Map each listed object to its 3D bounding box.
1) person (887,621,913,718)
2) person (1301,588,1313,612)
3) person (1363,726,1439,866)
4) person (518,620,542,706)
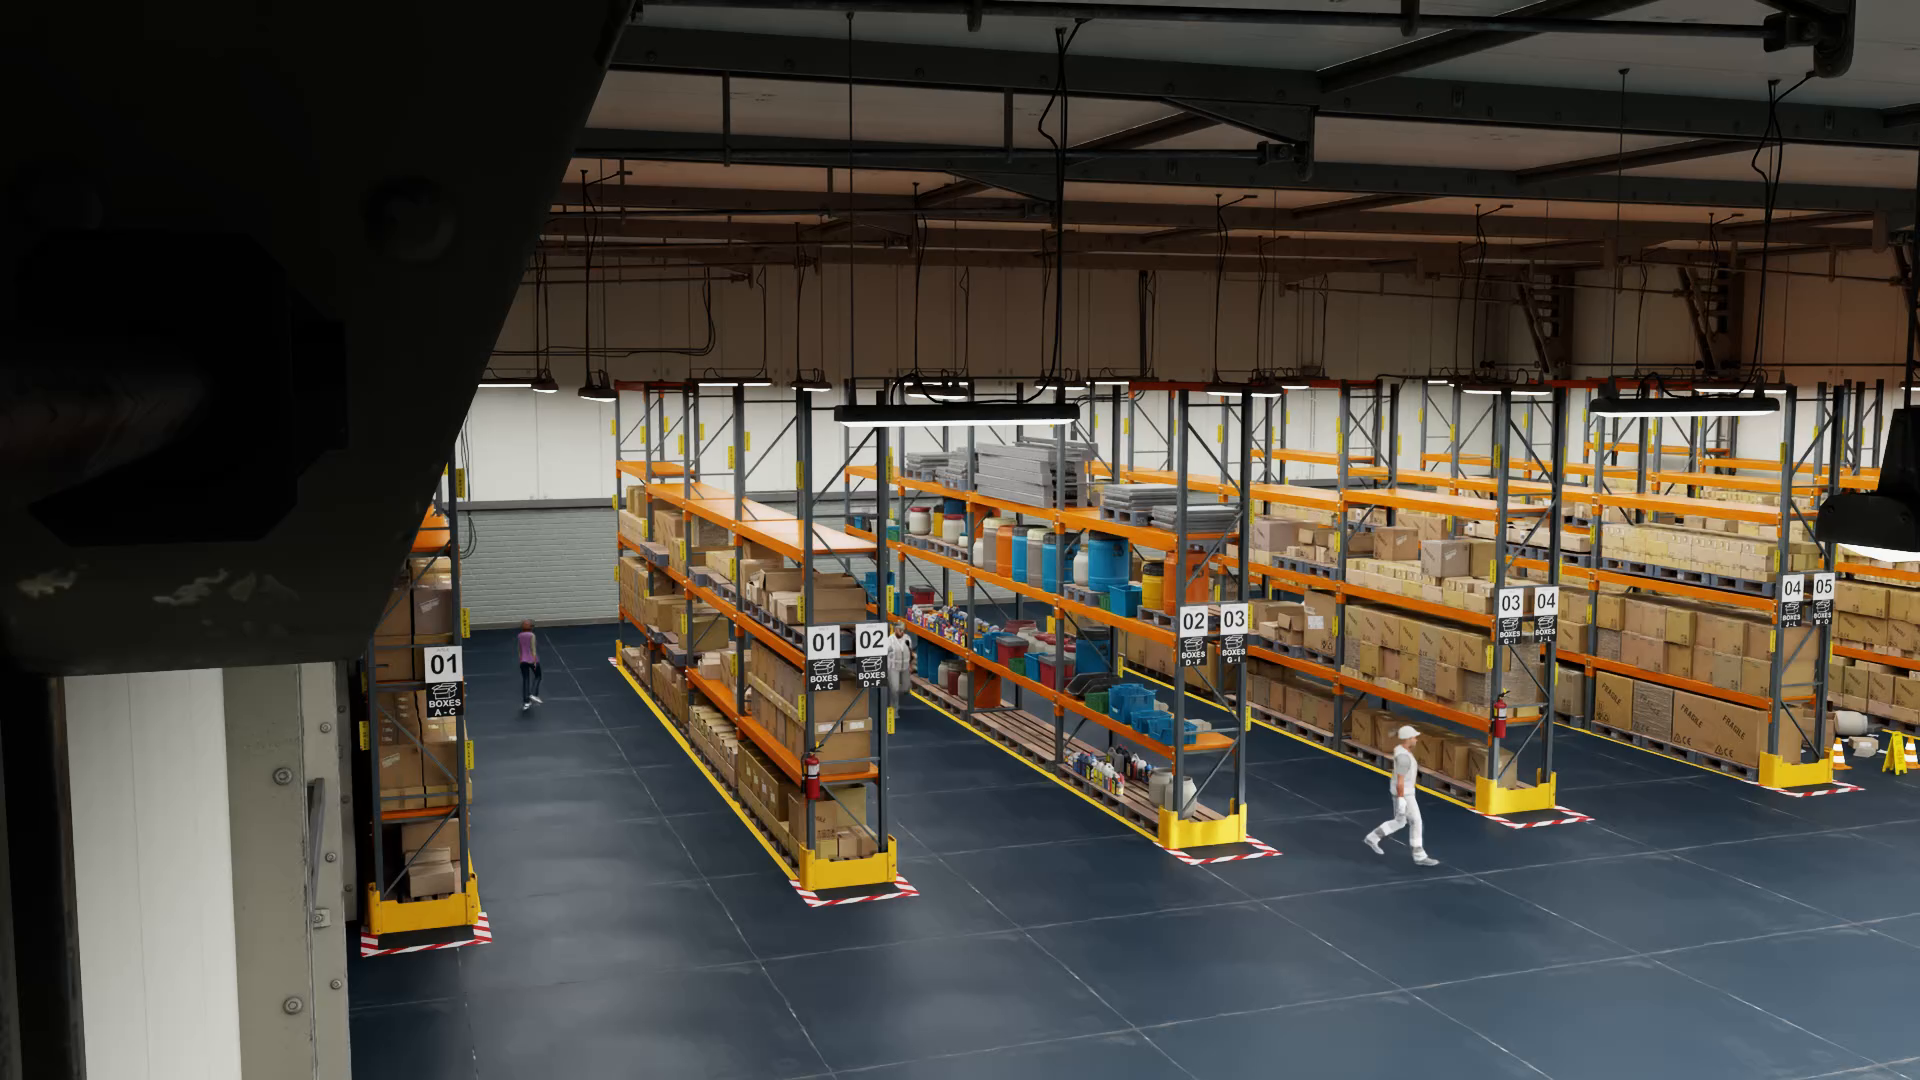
[{"bbox_3d":[-1.163,2.303,30.040,0.626,1.740,0.660,-3,7,-28],"label":"person"},{"bbox_3d":[7.360,1.819,34.767,0.502,1.637,0.880,-1,6,-8],"label":"person"},{"bbox_3d":[5.612,3.223,21.113,0.928,1.764,0.614,1,6,12],"label":"person"},{"bbox_3d":[-7.998,2.288,30.804,0.432,1.546,0.495,0,6,3],"label":"person"}]
